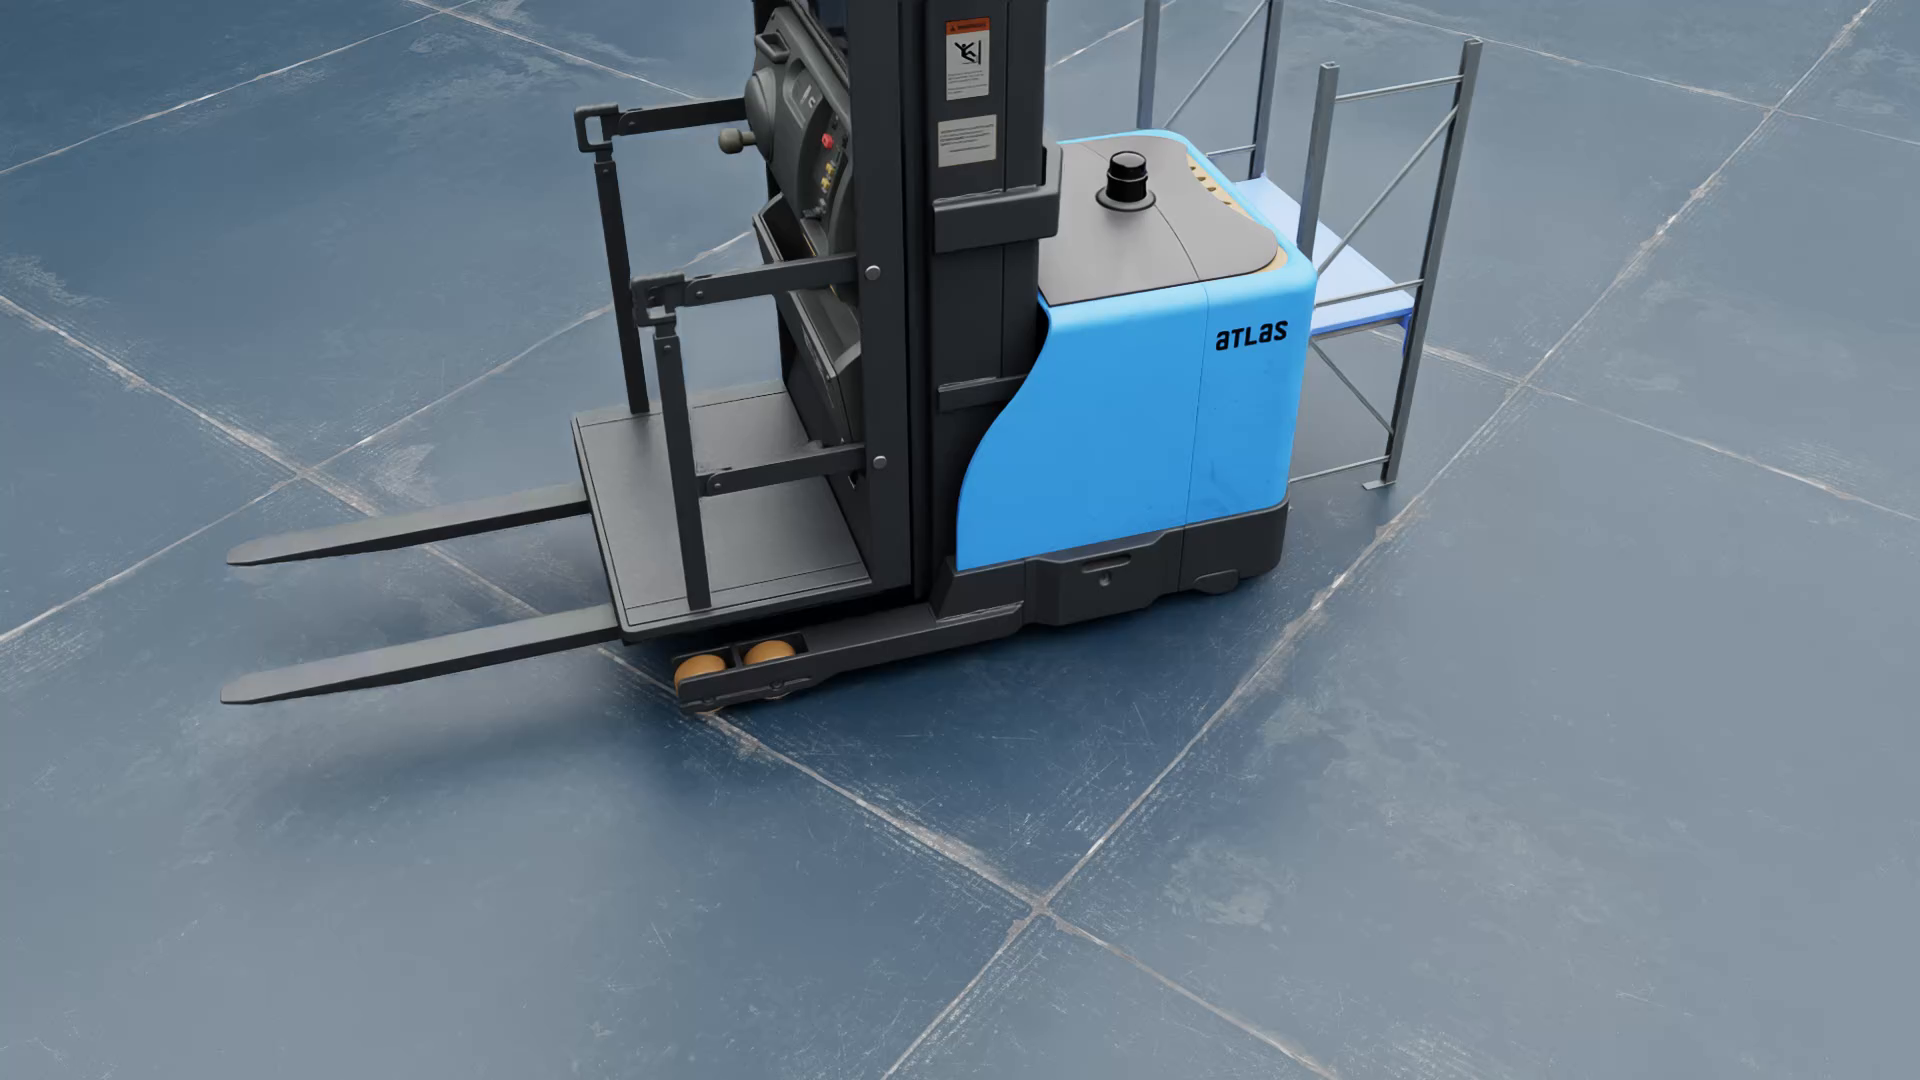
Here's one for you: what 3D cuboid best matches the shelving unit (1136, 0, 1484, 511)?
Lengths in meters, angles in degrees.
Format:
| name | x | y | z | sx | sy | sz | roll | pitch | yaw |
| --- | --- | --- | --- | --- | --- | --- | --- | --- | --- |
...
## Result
| name | x | y | z | sx | sy | sz | roll | pitch | yaw |
| --- | --- | --- | --- | --- | --- | --- | --- | --- | --- |
| shelving unit | 1.013 | -1.019 | 5.335 | 0.538 | 1.500 | 1.048 | -14 | 40 | -17 |

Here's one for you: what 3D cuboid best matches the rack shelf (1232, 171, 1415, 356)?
| name | x | y | z | sx | sy | sz | roll | pitch | yaw |
| --- | --- | --- | --- | --- | --- | --- | --- | --- | --- |
| rack shelf | 1.013 | -0.878 | 5.446 | 0.538 | 0.185 | 1.000 | -14 | 40 | -17 |

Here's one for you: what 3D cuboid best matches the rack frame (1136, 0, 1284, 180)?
| name | x | y | z | sx | sy | sz | roll | pitch | yaw |
| --- | --- | --- | --- | --- | --- | --- | --- | --- | --- |
| rack frame | 0.825 | -1.311 | 5.707 | 0.500 | 1.500 | 0.032 | -14 | 40 | -17 |

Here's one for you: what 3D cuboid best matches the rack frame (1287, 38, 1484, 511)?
| name | x | y | z | sx | sy | sz | roll | pitch | yaw |
| --- | --- | --- | --- | --- | --- | --- | --- | --- | --- |
| rack frame | 1.200 | -0.728 | 4.963 | 0.500 | 1.500 | 0.032 | -14 | 40 | -17 |

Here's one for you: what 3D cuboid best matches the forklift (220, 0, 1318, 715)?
| name | x | y | z | sx | sy | sz | roll | pitch | yaw |
| --- | --- | --- | --- | --- | --- | --- | --- | --- | --- |
| forklift | -0.595 | -1.036 | 4.196 | 3.031 | 2.935 | 1.130 | -11 | 39 | -14 |
